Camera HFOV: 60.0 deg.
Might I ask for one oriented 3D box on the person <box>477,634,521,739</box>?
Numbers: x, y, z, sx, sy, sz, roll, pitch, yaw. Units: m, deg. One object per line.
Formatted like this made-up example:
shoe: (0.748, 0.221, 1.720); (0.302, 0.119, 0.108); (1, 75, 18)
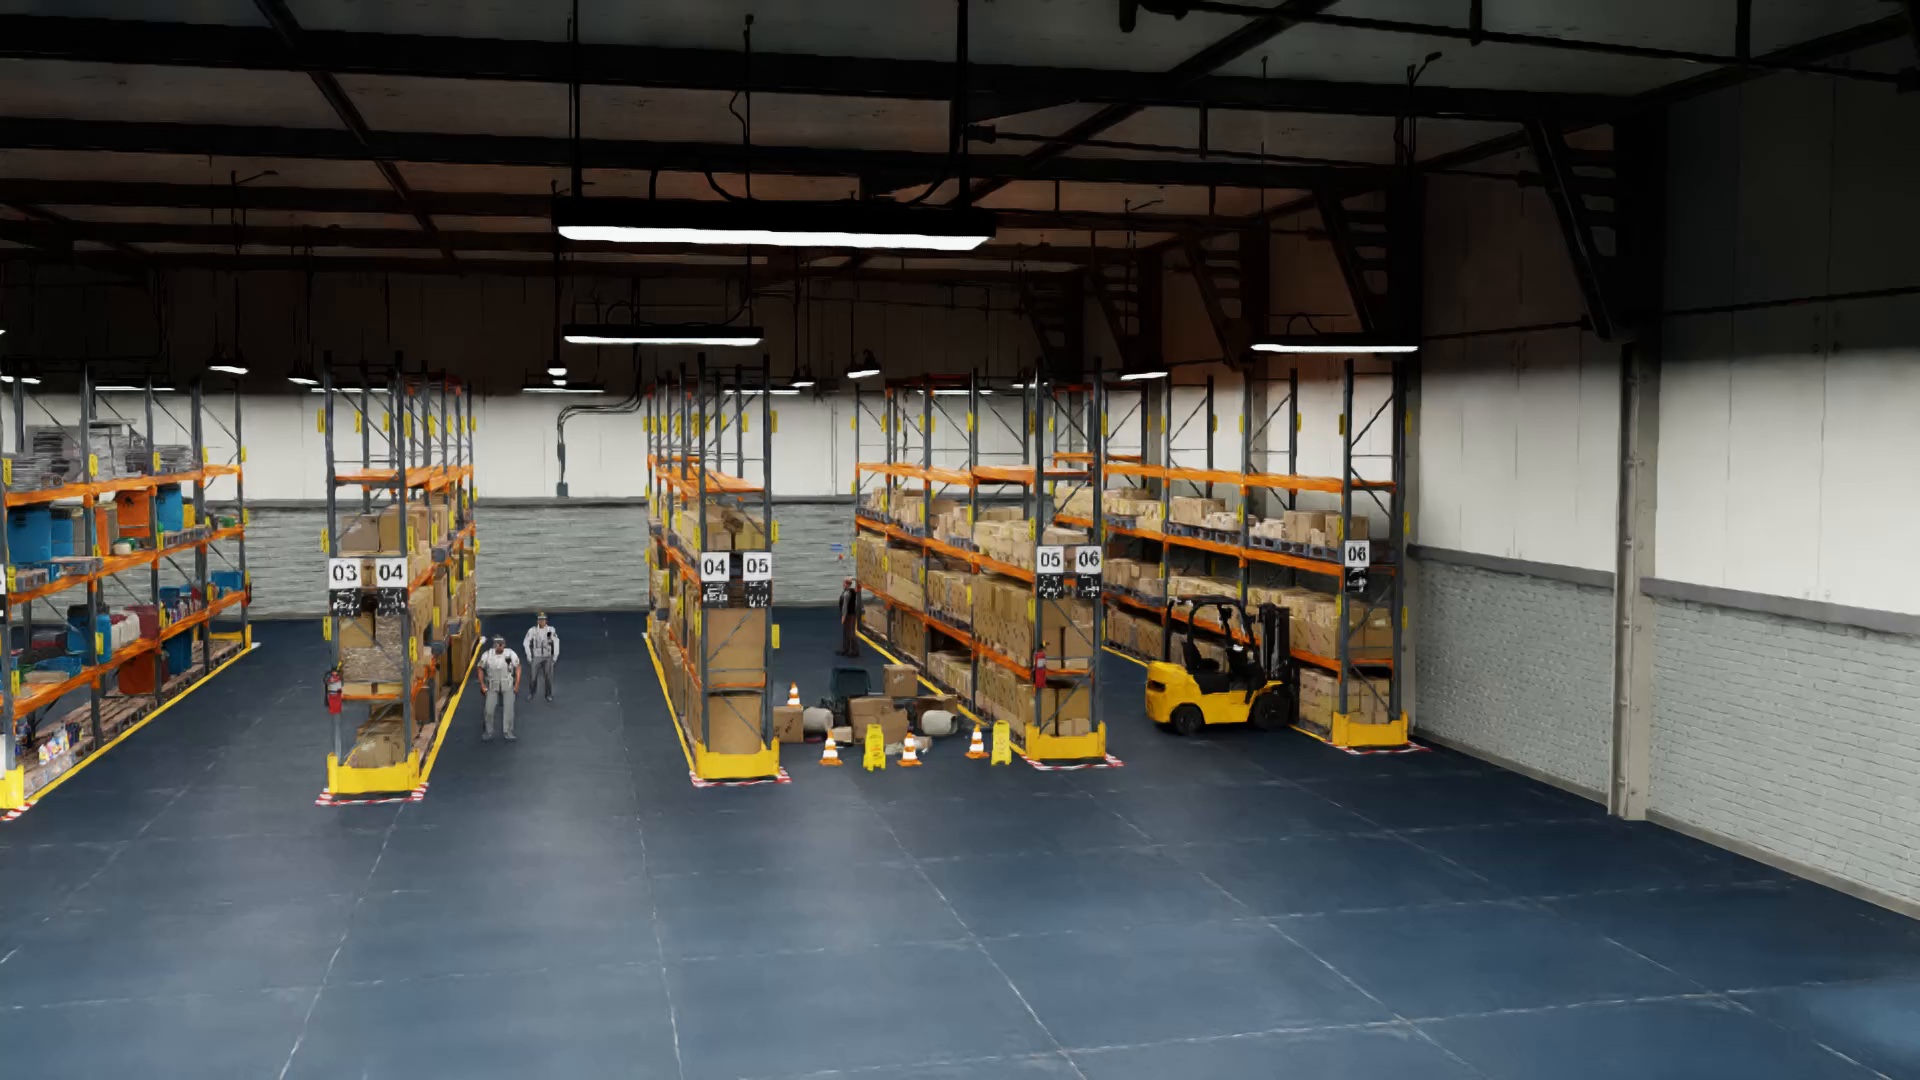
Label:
person: (-7.305, 2.317, 26.367); (0.682, 1.715, 0.542); (-1, 4, -15)

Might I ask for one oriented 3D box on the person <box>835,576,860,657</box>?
person: (-2.434, 1.637, 35.851); (0.585, 1.718, 0.647); (0, 4, 6)

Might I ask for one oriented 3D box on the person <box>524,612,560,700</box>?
person: (-7.570, 2.103, 30.111); (0.639, 1.628, 0.506); (-1, 4, -15)
